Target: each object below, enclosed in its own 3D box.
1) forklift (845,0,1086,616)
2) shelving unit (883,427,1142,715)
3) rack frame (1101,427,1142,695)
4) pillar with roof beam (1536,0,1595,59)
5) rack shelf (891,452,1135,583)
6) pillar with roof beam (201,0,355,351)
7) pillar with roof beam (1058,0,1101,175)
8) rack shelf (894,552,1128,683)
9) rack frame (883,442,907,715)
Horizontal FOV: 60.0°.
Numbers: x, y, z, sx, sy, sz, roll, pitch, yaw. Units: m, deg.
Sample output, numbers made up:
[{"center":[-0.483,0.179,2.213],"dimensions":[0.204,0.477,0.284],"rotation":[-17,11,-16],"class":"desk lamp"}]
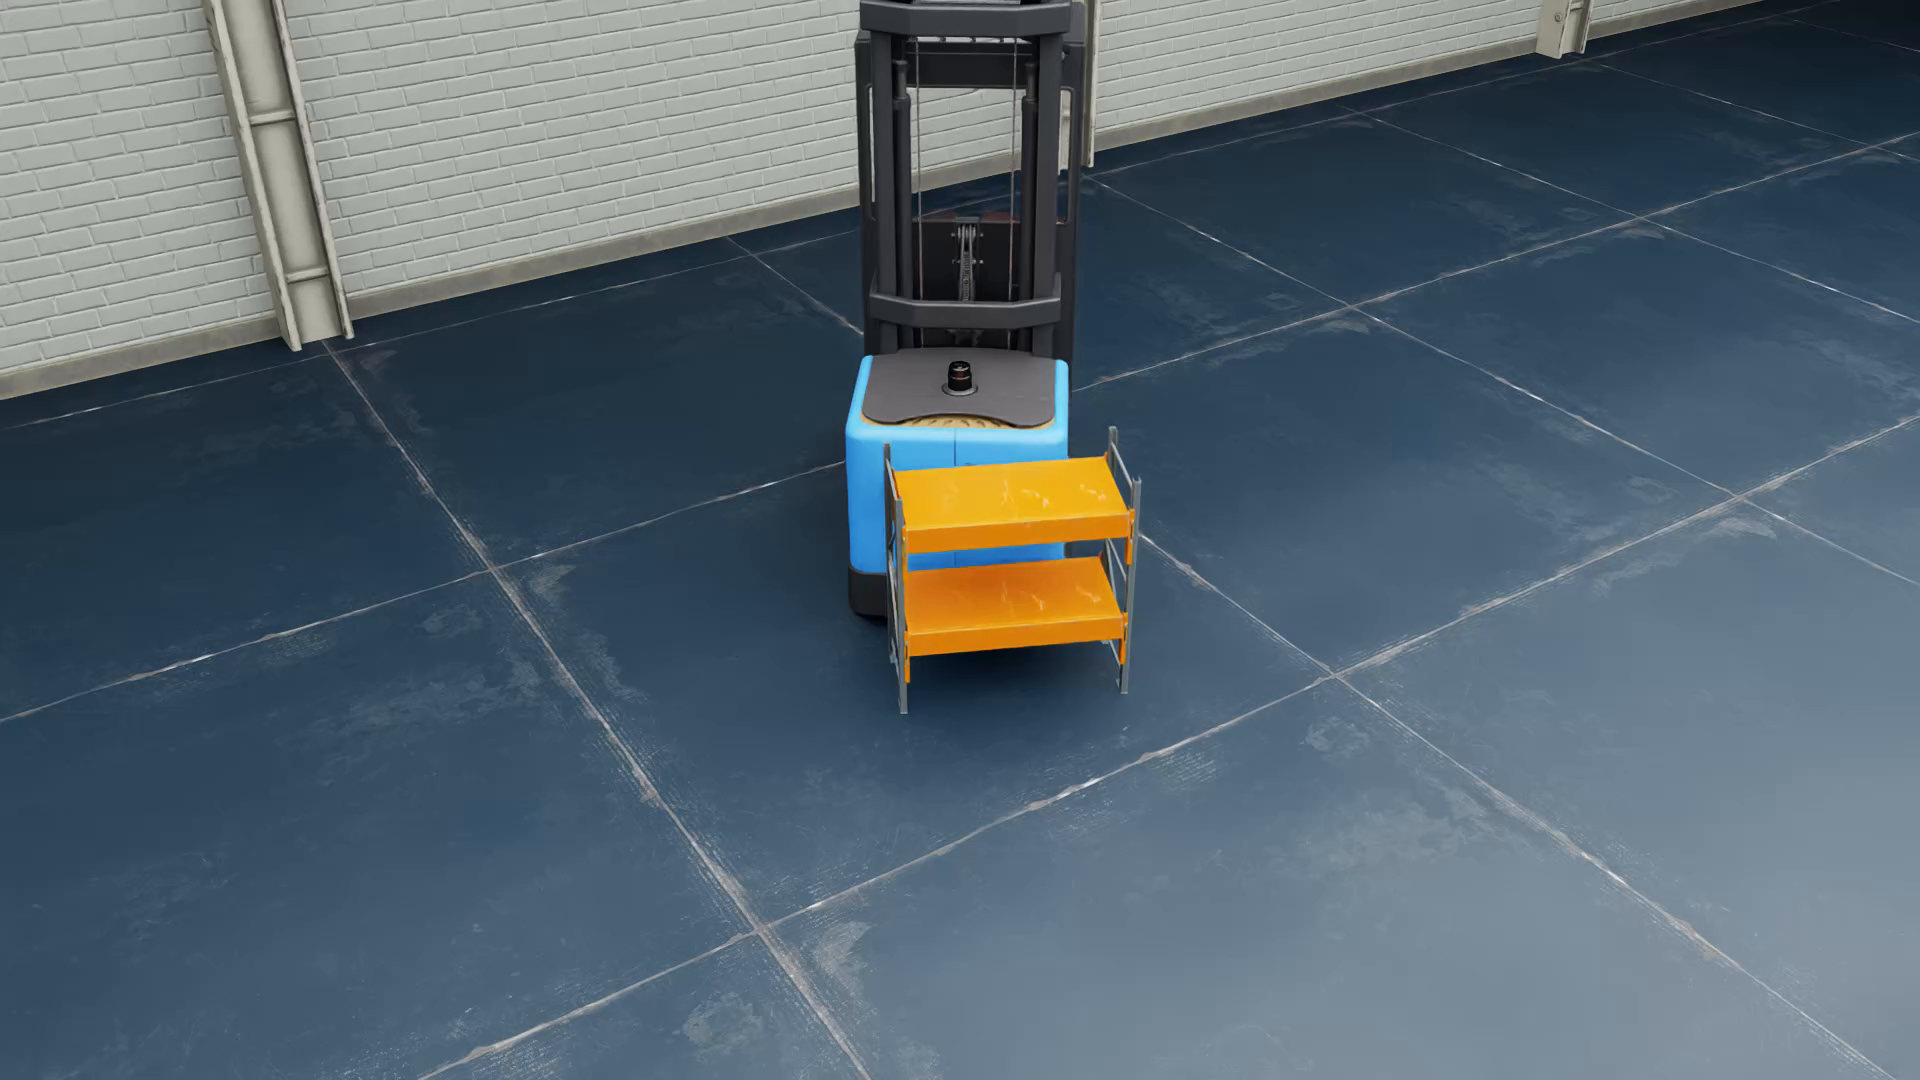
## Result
[{"center":[0.062,-1.610,8.555],"dimensions":[1.130,2.935,3.031],"rotation":[2,32,3],"class":"forklift"},{"center":[0.214,0.140,7.474],"dimensions":[1.048,1.125,0.538],"rotation":[-4,33,-7],"class":"shelving unit"},{"center":[0.718,0.101,7.536],"dimensions":[0.032,1.125,0.500],"rotation":[-4,33,-7],"class":"rack frame"},{"center":[8.223,-6.678,10.902],"dimensions":[0.400,9.000,9.100],"rotation":[-19,37,-27],"class":"pillar with roof beam"},{"center":[0.214,-0.108,7.318],"dimensions":[1.000,0.278,0.538],"rotation":[-4,33,-7],"class":"rack shelf"},{"center":[-1.863,-3.209,5.403],"dimensions":[0.400,9.000,9.100],"rotation":[-19,37,-27],"class":"pillar with roof beam"},{"center":[3.180,-4.944,8.153],"dimensions":[0.400,9.000,9.100],"rotation":[-19,37,-27],"class":"pillar with roof beam"},{"center":[0.214,0.347,7.604],"dimensions":[1.000,0.278,0.538],"rotation":[-4,33,-7],"class":"rack shelf"},{"center":[-0.289,0.179,7.412],"dimensions":[0.032,1.125,0.500],"rotation":[-4,33,-7],"class":"rack frame"}]
